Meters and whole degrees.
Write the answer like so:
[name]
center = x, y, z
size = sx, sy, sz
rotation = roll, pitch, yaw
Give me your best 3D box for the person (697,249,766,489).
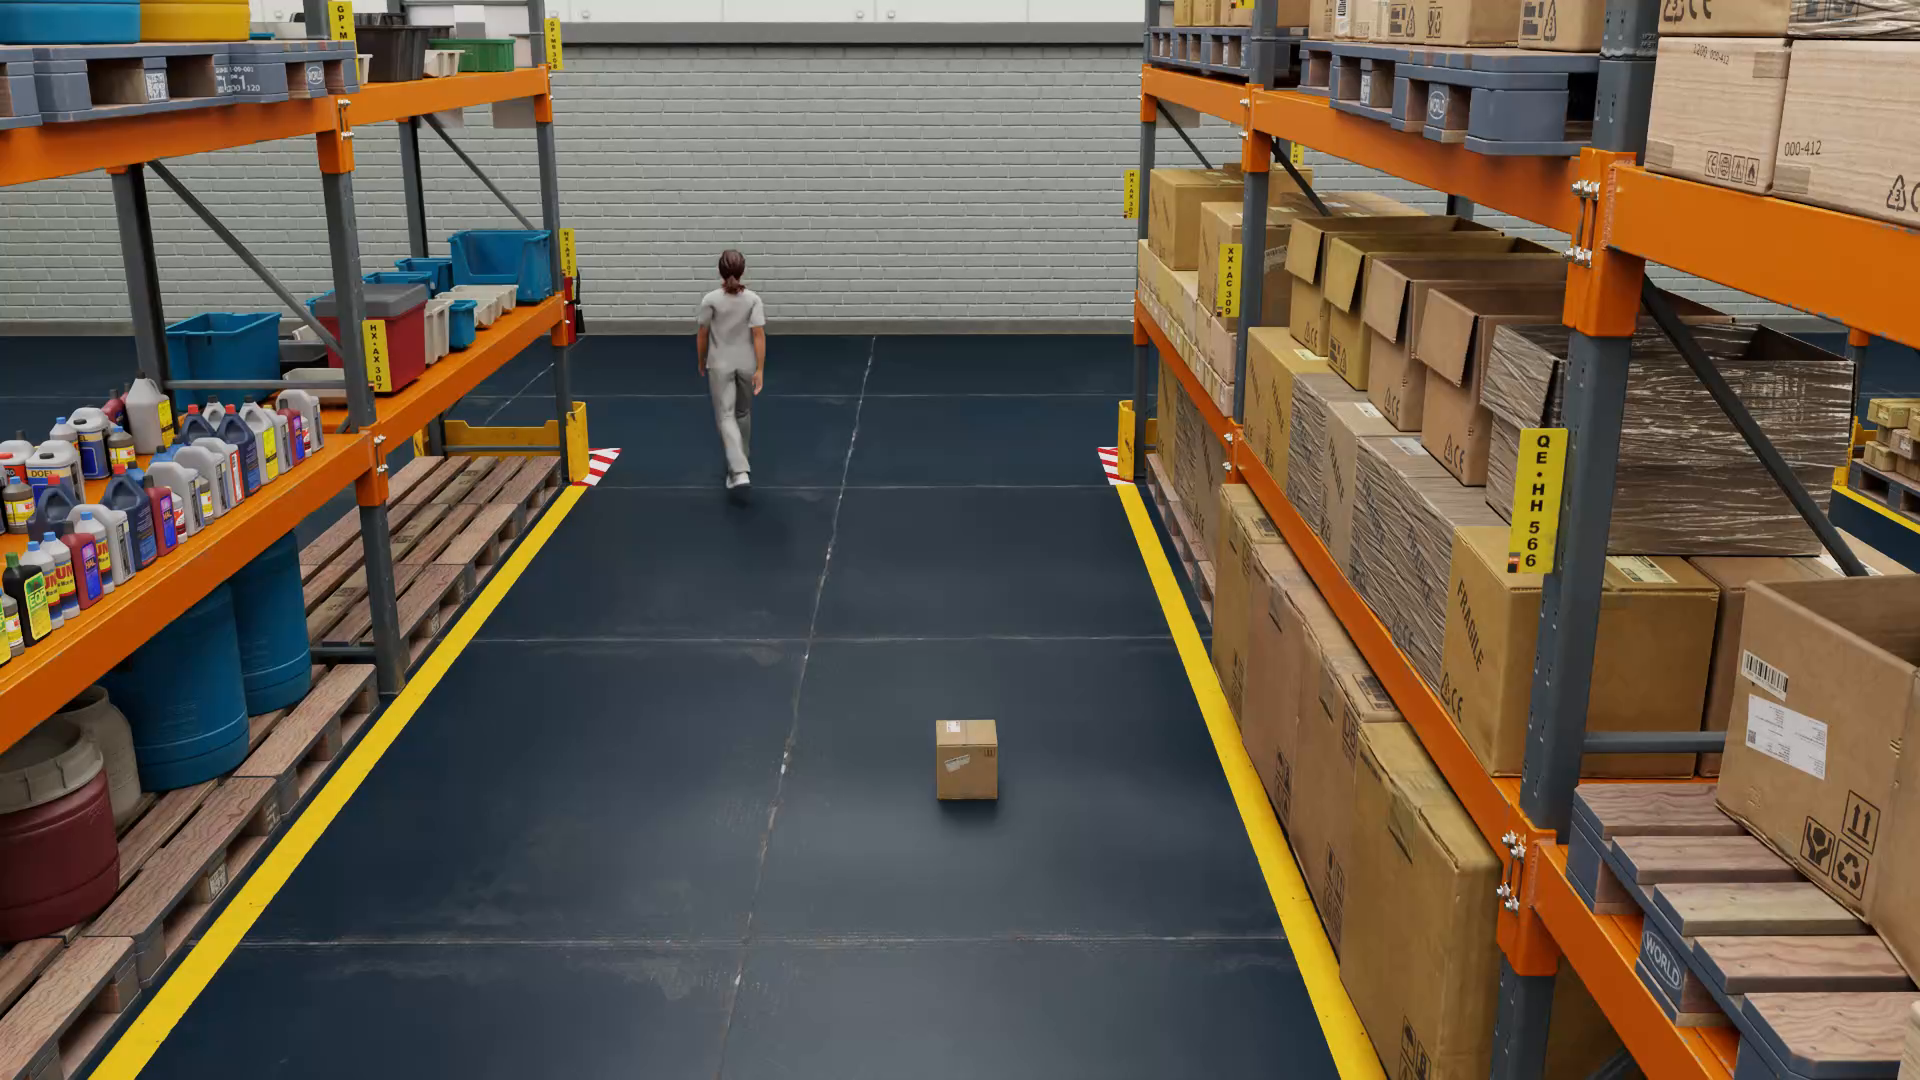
[person]
center = -1.554, -1.169, 11.341
size = 0.441, 1.624, 1.026
rotation = -7, 18, -20
